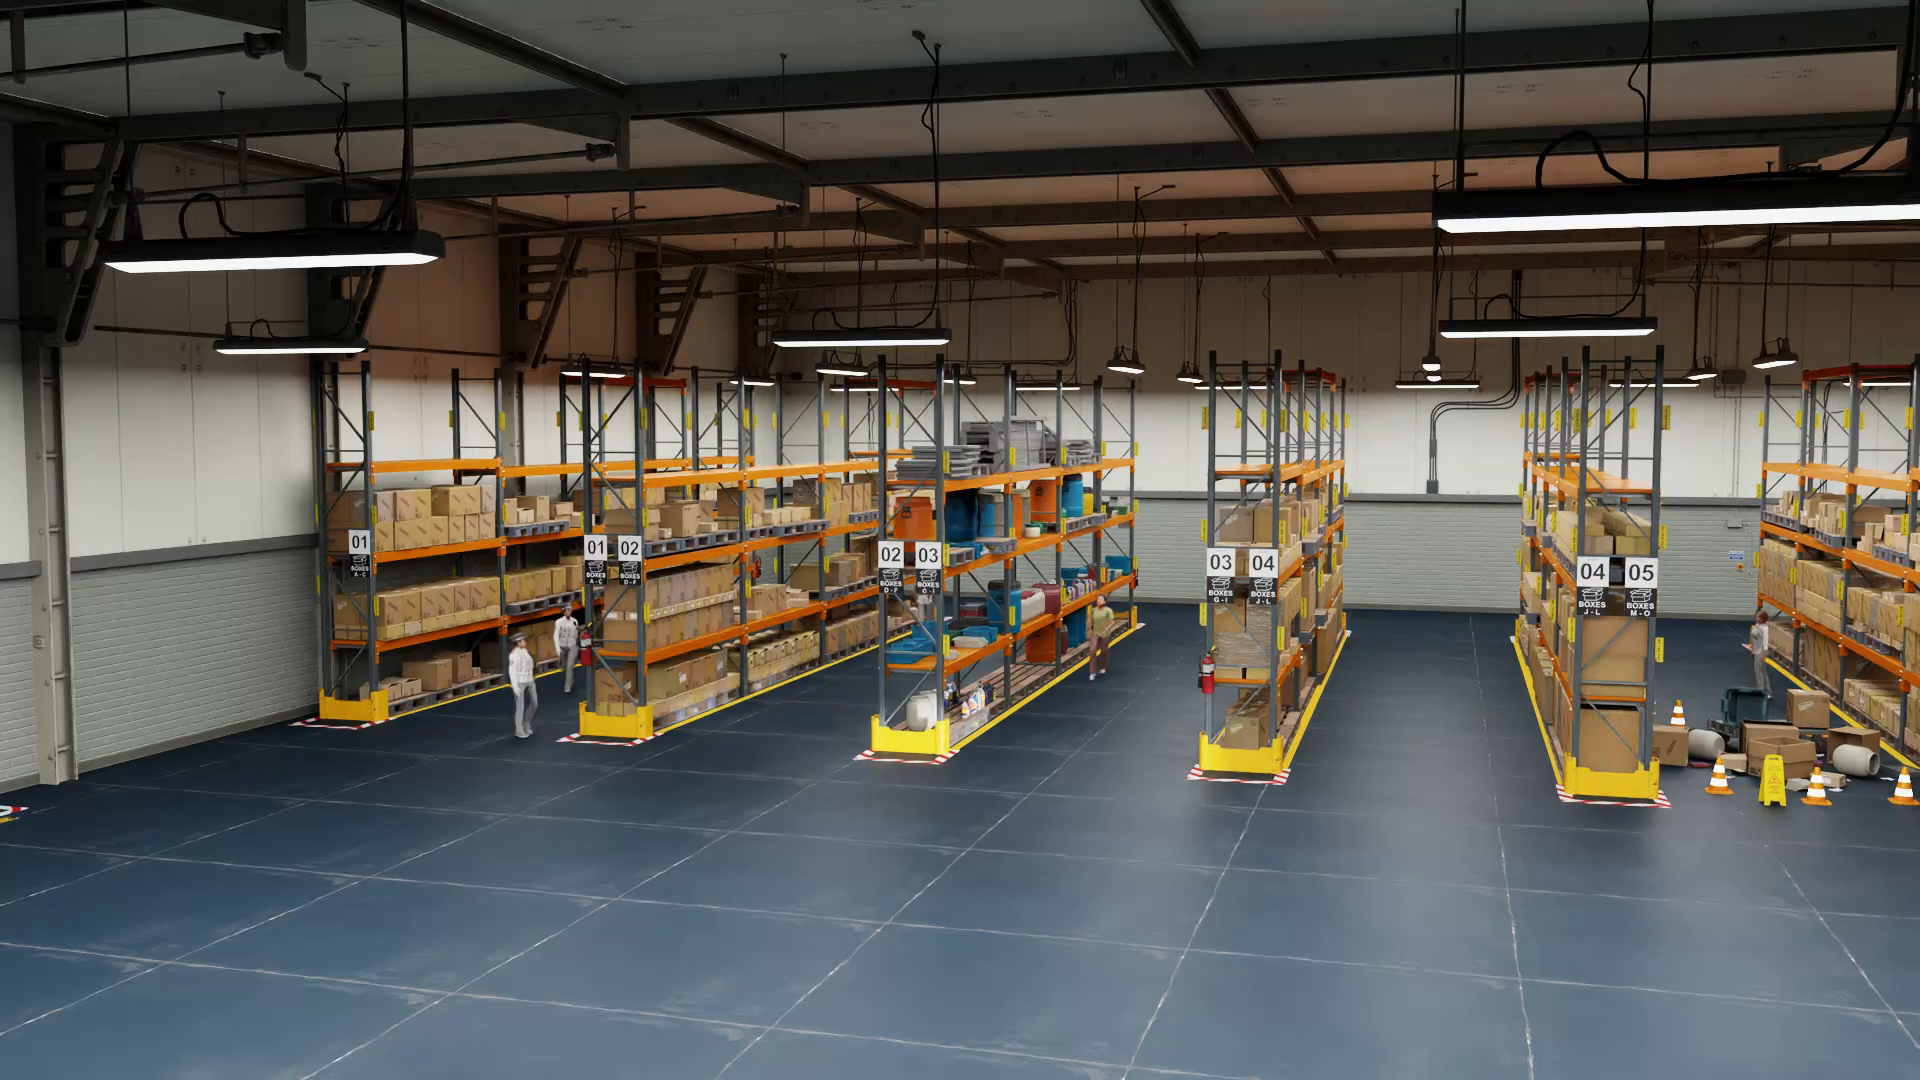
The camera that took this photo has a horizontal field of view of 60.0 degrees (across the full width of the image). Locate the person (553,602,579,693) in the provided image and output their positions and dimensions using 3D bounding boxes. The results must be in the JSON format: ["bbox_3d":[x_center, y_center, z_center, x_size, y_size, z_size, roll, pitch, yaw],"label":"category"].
[{"bbox_3d":[-7.267,1.971,30.844,0.440,1.644,0.908,0,4,4],"label":"person"}]

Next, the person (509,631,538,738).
[{"bbox_3d":[-6.969,2.286,26.407,0.441,1.697,0.536,3,5,33],"label":"person"}]

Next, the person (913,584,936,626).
[{"bbox_3d":[-0.811,1.444,37.772,0.628,1.642,1.006,1,4,16],"label":"person"}]

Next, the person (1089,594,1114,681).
[{"bbox_3d":[2.749,1.877,32.499,0.525,1.652,0.972,1,4,15],"label":"person"}]

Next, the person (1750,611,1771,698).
[{"bbox_3d":[14.448,2.067,30.004,0.390,1.600,0.449,2,5,30],"label":"person"}]
